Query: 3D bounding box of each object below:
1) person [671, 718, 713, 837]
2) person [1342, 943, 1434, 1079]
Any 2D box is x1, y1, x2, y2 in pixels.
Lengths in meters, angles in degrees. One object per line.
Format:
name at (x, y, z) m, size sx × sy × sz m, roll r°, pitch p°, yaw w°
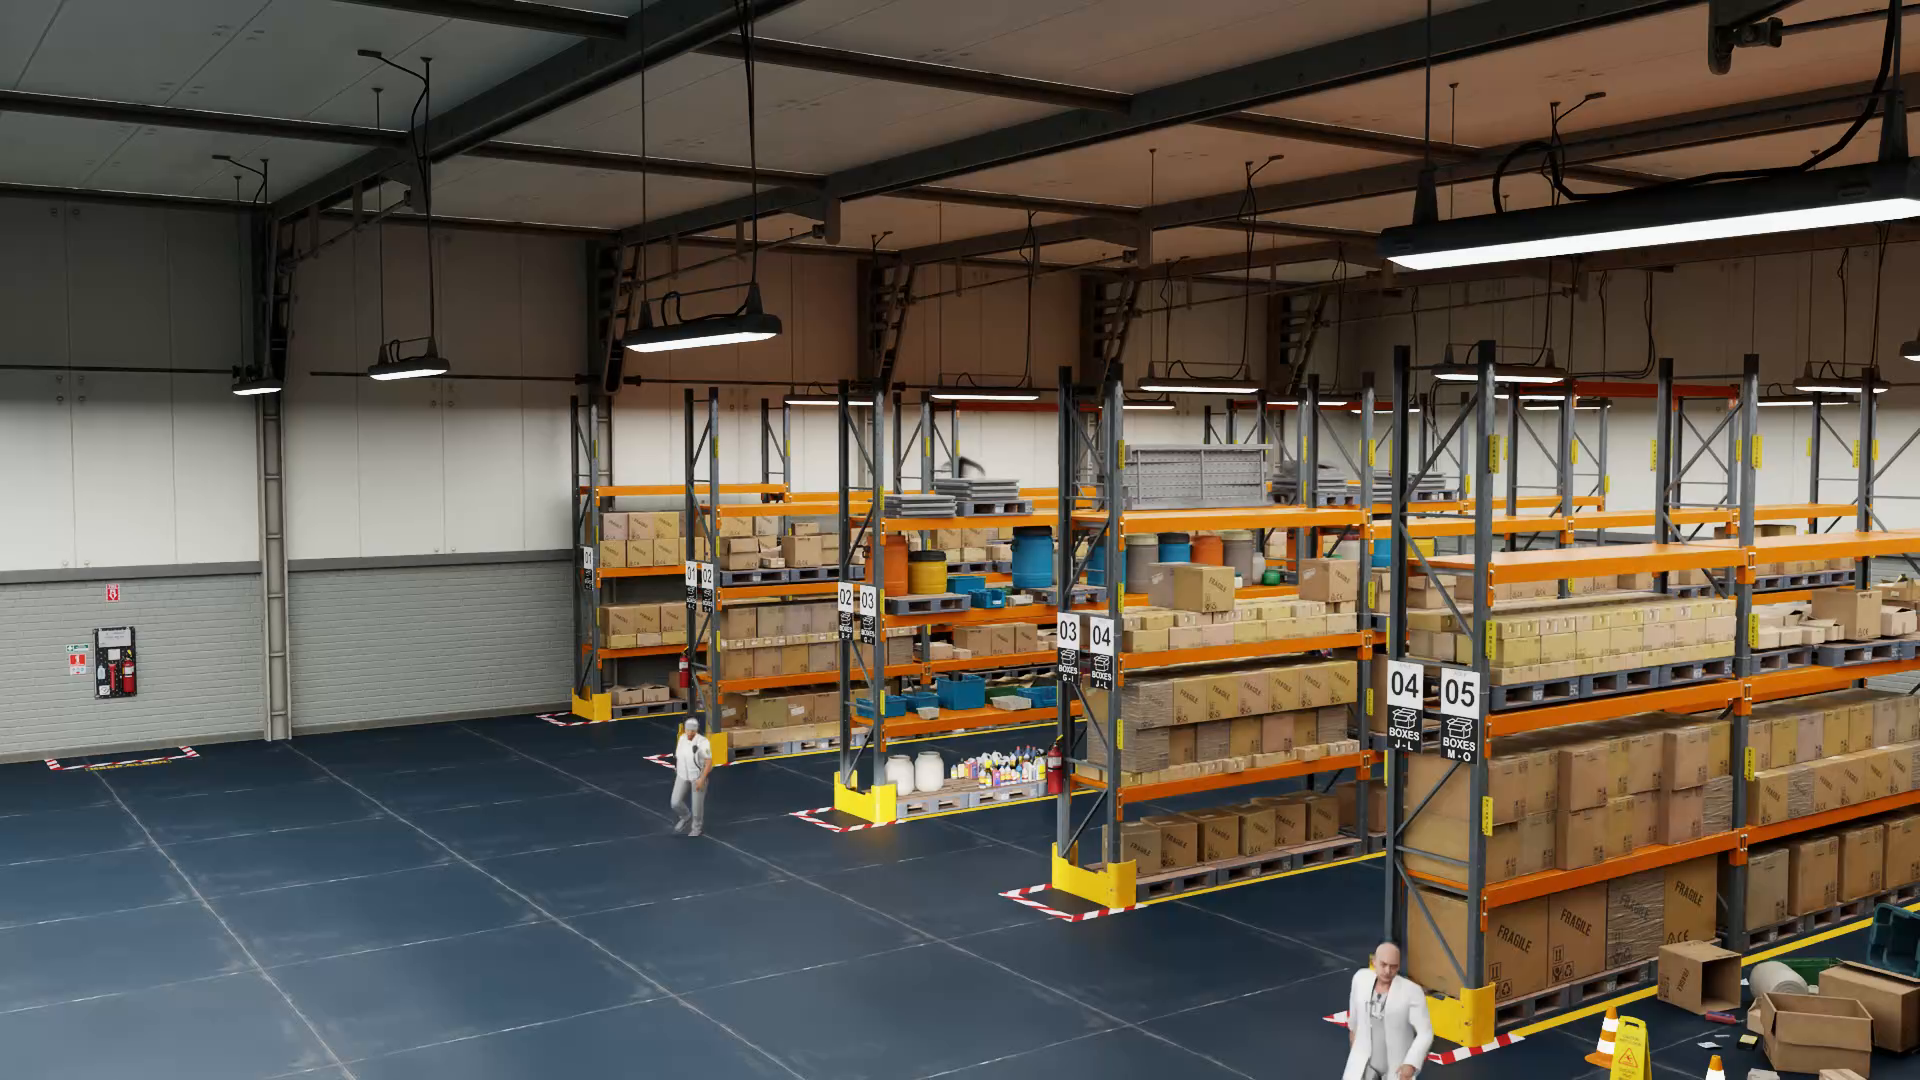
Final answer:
person at (-3.453, 3.068, 21.497) m, size 0.622 × 1.608 × 0.649 m, roll 1°, pitch 4°, yaw 15°
person at (2.912, 3.621, 11.409) m, size 0.684 × 1.705 × 0.851 m, roll 2°, pitch 4°, yaw 27°
